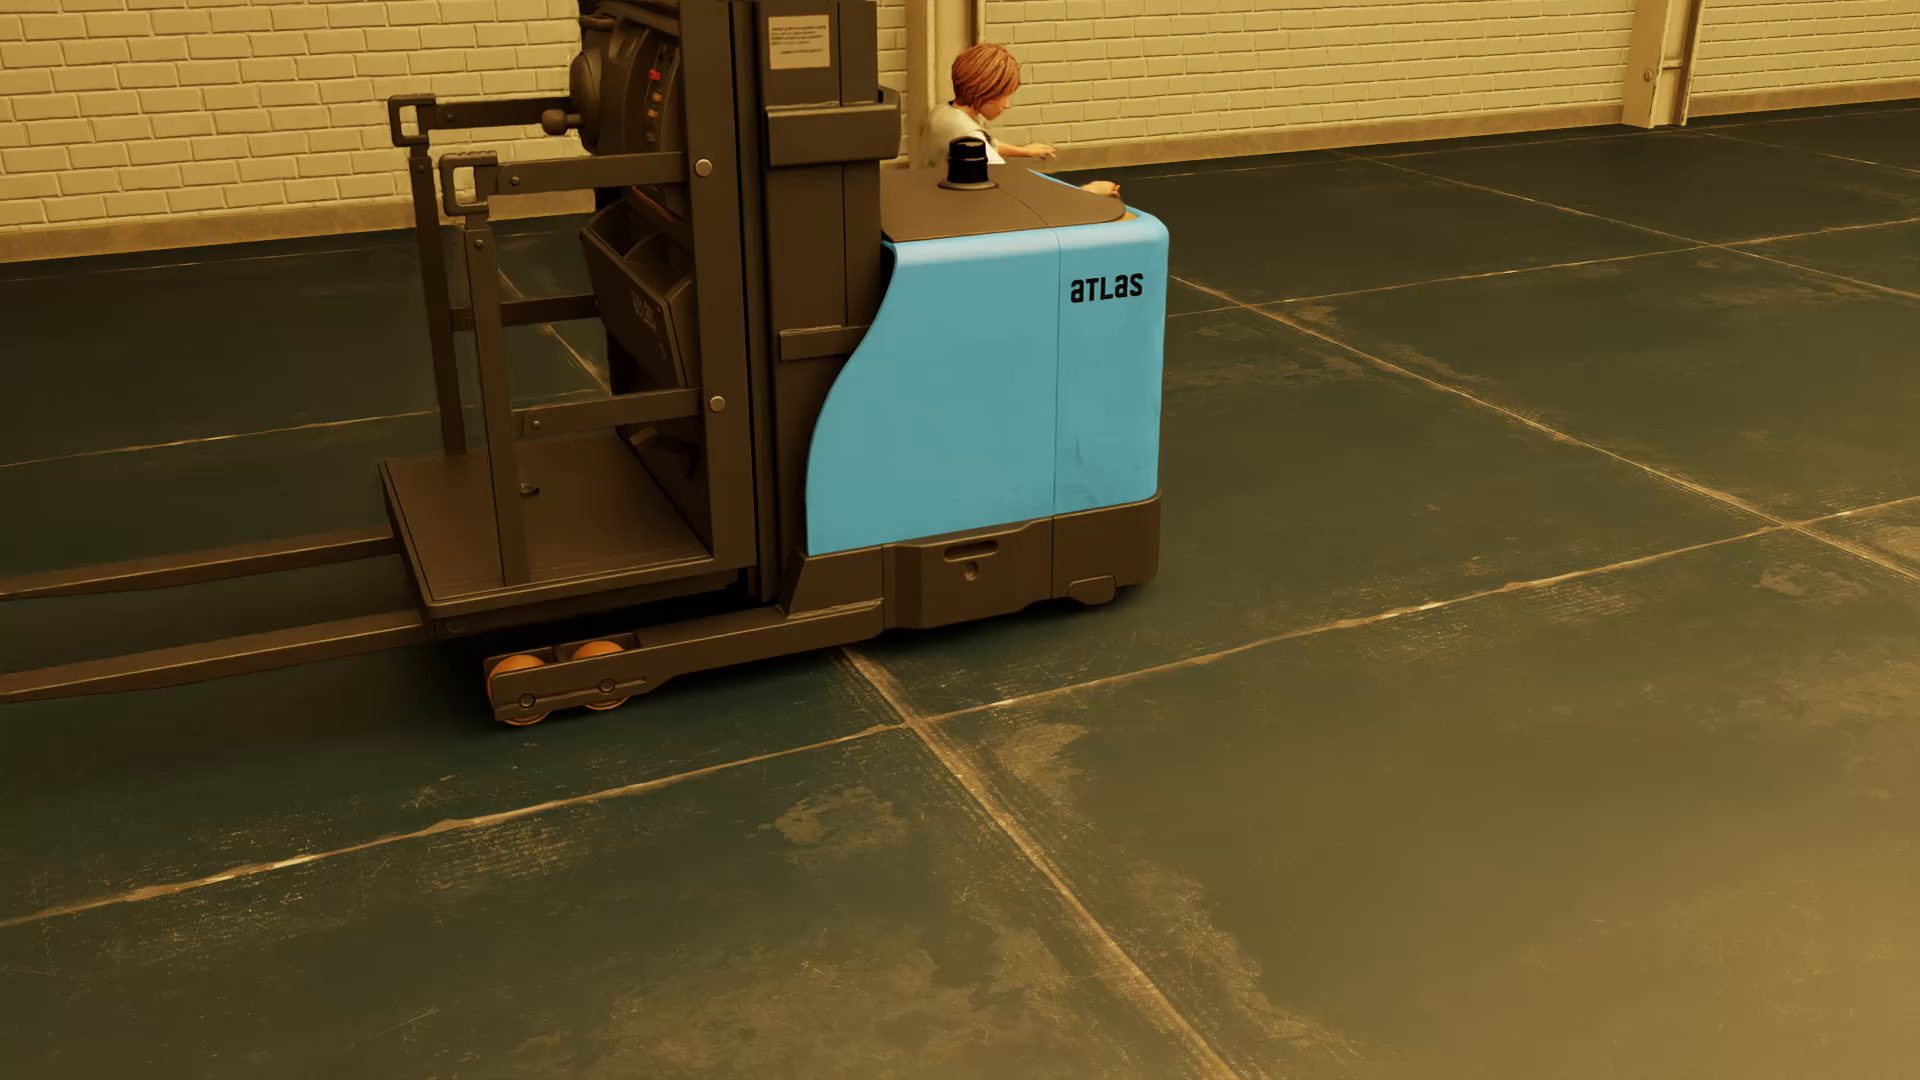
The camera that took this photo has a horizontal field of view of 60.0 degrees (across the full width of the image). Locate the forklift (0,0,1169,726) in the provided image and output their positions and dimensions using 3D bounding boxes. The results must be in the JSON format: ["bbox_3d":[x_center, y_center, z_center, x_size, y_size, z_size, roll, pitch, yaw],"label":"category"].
[{"bbox_3d":[-1.002,-1.135,4.017,3.031,2.935,1.130,-10,24,-22],"label":"forklift"}]

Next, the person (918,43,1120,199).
[{"bbox_3d":[0.182,-0.976,5.704,0.683,1.386,0.857,-3,23,-8],"label":"person"}]
